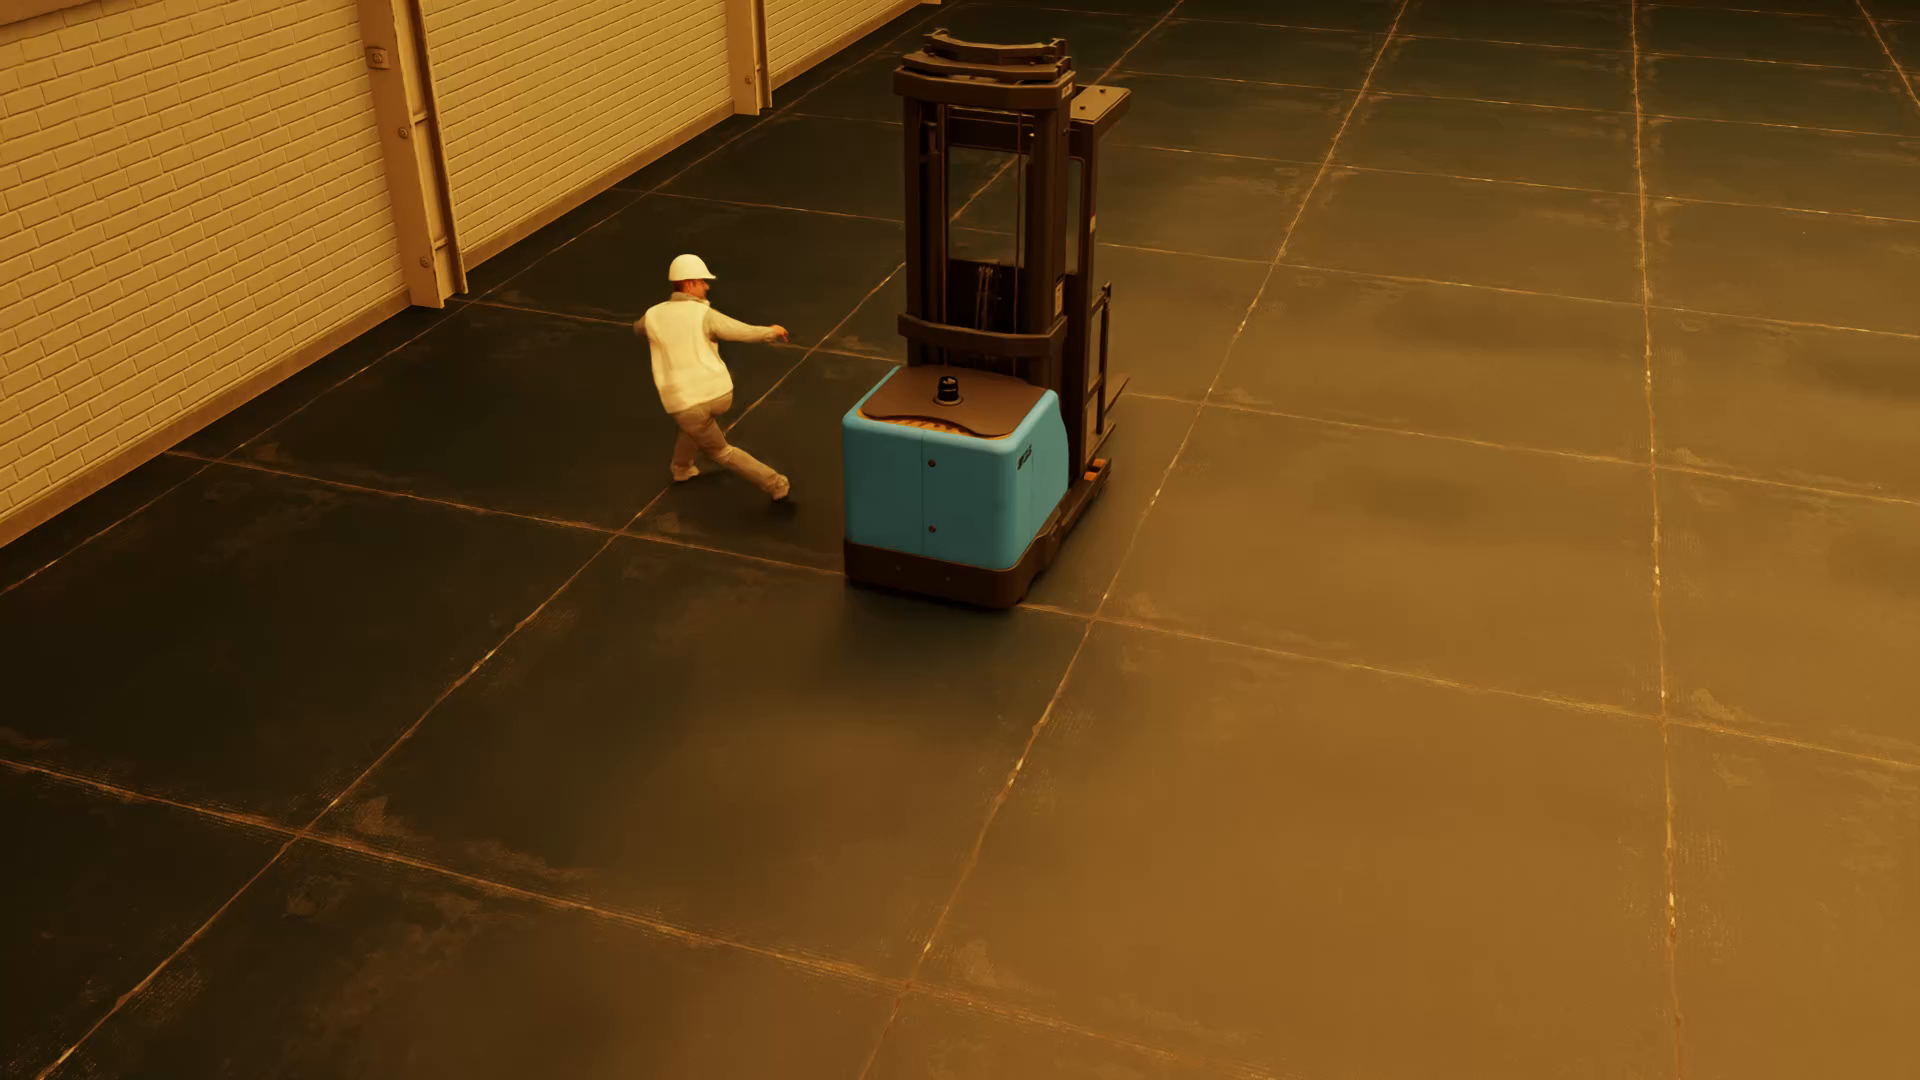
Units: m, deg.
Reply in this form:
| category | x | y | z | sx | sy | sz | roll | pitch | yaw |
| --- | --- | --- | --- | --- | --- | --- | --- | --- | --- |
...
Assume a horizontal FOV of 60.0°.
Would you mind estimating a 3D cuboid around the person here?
| category | x | y | z | sx | sy | sz | roll | pitch | yaw |
| --- | --- | --- | --- | --- | --- | --- | --- | --- | --- |
| person | -1.516 | -1.034 | 10.380 | 0.909 | 1.559 | 1.069 | -10 | 31 | -17 |

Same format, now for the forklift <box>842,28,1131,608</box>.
| category | x | y | z | sx | sy | sz | roll | pitch | yaw |
| --- | --- | --- | --- | --- | --- | --- | --- | --- | --- |
| forklift | 0.333 | -1.608 | 9.958 | 1.130 | 2.935 | 3.031 | 11 | 31 | 18 |
